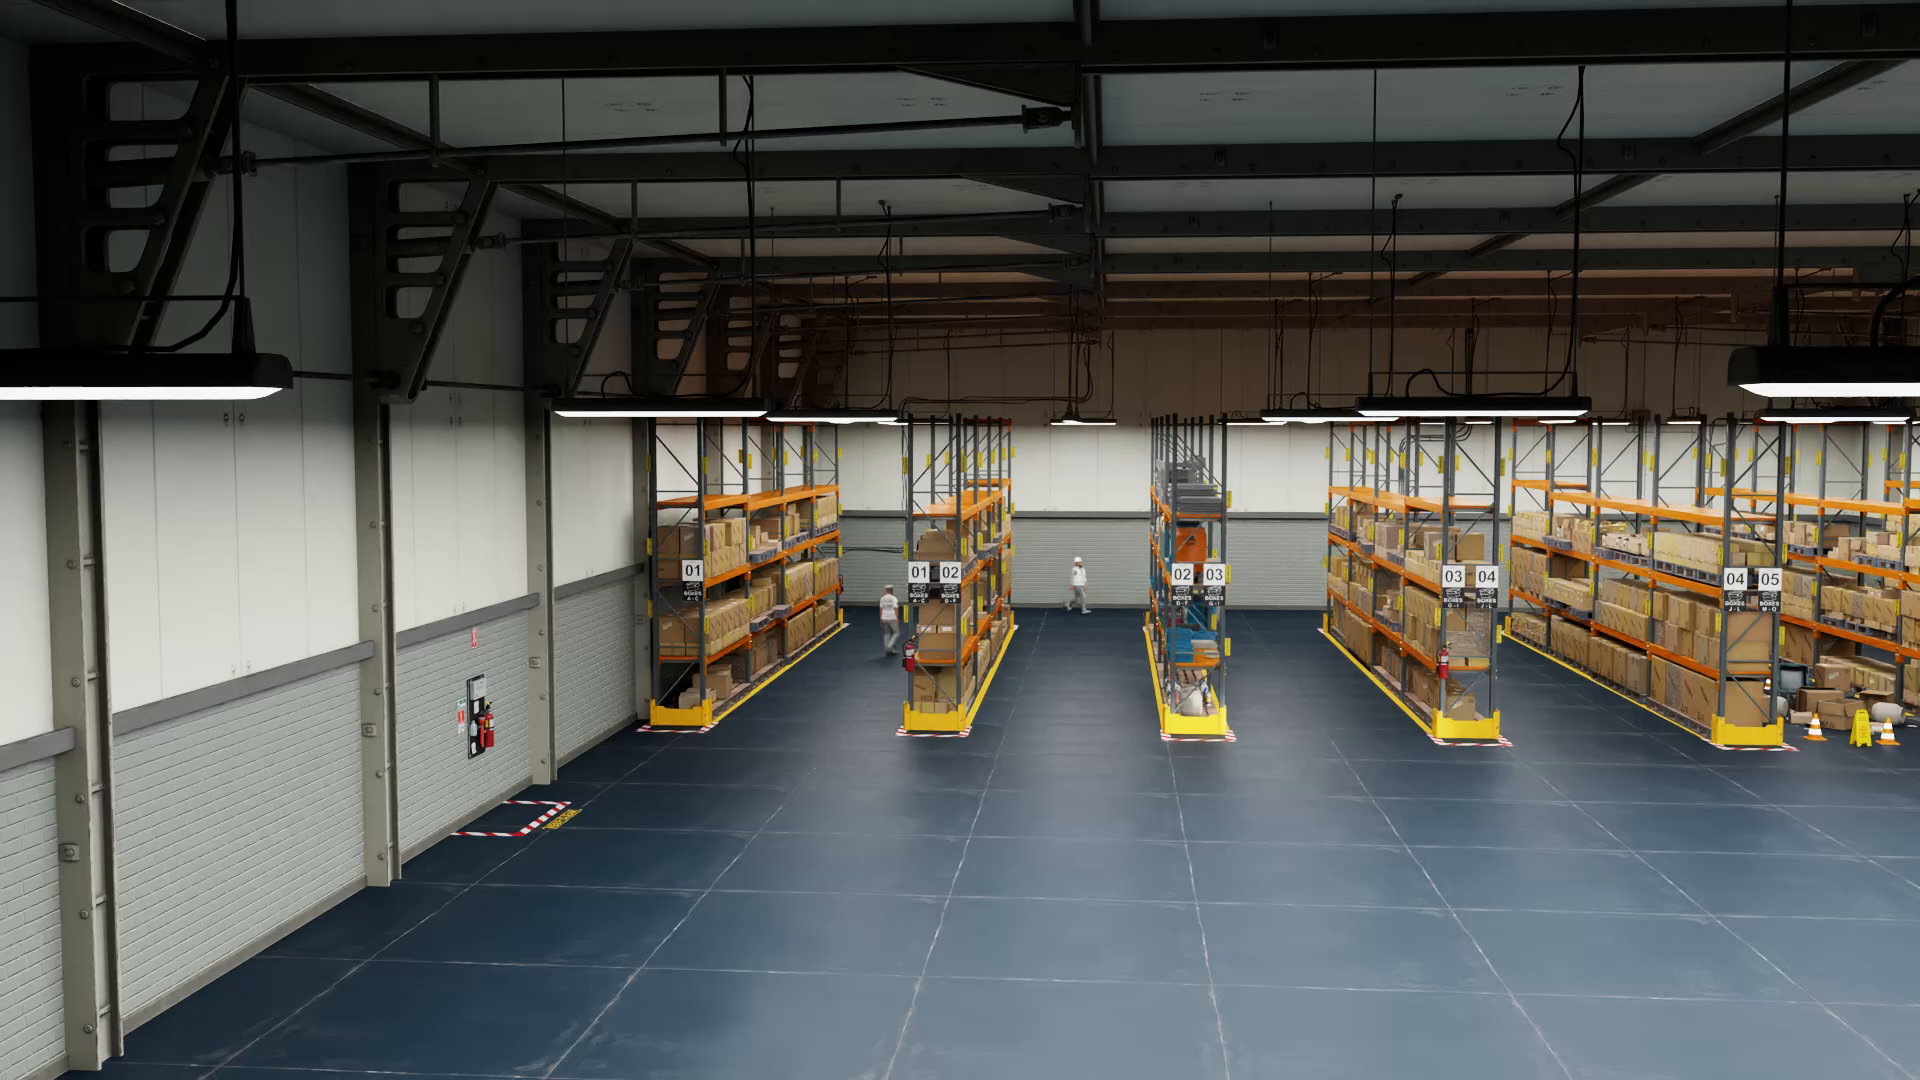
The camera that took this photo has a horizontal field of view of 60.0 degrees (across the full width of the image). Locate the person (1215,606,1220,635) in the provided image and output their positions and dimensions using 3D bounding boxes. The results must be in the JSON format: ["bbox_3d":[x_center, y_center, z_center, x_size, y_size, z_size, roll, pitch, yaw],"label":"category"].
[{"bbox_3d":[7.036,1.734,46.235,0.403,1.782,0.624,-1,4,-9],"label":"person"}]

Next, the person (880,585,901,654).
[{"bbox_3d":[-1.790,2.018,42.077,0.573,1.756,0.528,3,5,34],"label":"person"}]

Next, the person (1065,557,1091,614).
[{"bbox_3d":[3.647,1.393,51.383,0.943,1.745,0.514,2,4,28],"label":"person"}]
